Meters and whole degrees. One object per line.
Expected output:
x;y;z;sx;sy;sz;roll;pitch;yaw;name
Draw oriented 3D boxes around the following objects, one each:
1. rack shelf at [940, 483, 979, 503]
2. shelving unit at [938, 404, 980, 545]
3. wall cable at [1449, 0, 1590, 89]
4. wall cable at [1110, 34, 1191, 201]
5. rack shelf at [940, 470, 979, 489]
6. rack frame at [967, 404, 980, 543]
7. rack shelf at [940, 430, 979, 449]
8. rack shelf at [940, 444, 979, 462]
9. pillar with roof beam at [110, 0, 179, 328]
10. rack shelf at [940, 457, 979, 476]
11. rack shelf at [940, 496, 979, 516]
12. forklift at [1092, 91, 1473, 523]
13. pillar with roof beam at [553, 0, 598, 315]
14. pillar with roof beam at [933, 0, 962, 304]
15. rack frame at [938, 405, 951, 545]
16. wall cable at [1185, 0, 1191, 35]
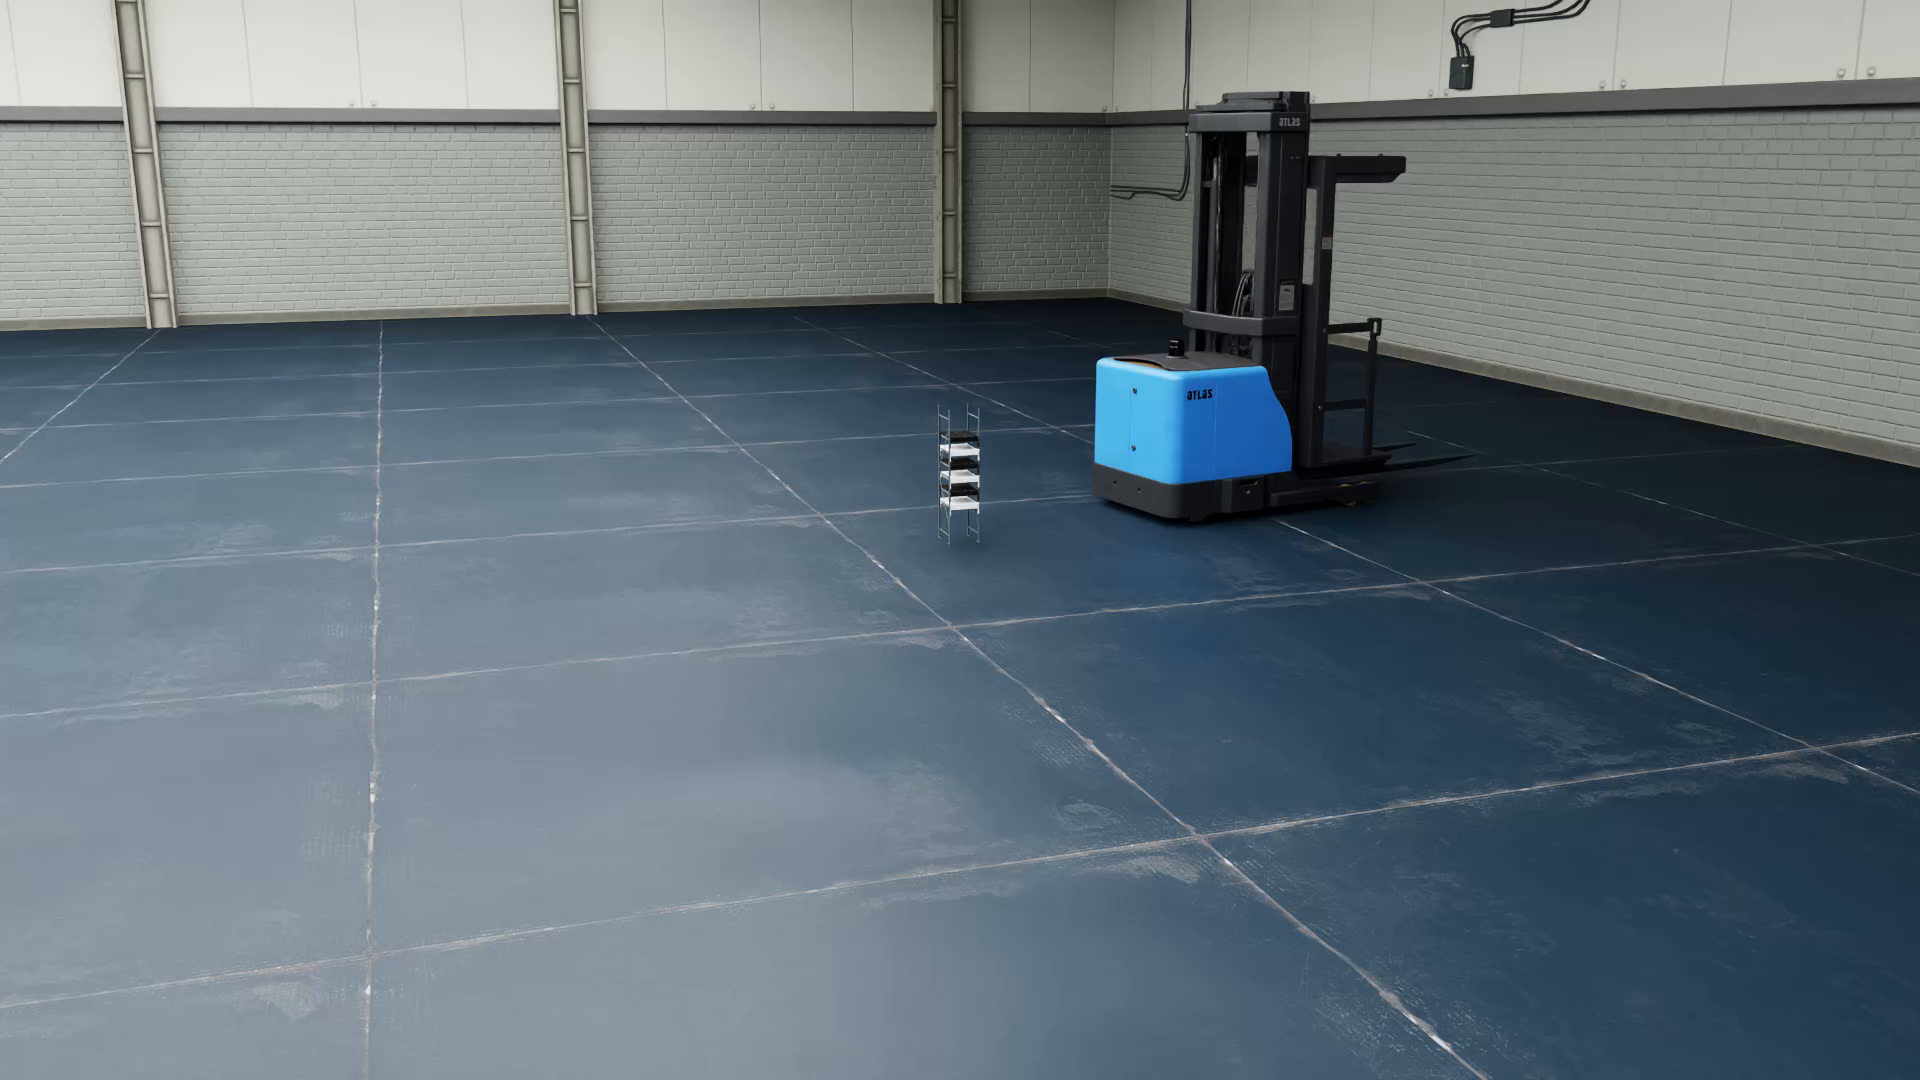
-0.008;-0.317;11.065;0.200;0.077;0.258;-4;14;-18;rack shelf
-0.008;-0.437;11.036;0.210;0.900;0.258;-4;14;-18;shelving unit
6.024;-7.859;17.389;0.169;6.003;2.305;-4;14;-18;wall cable
3.011;-6.777;26.900;0.112;2.526;3.097;-4;14;-18;wall cable
-0.008;-0.405;11.044;0.200;0.077;0.258;-4;14;-18;rack shelf
0.089;-0.445;11.068;0.006;0.900;0.240;-4;14;-18;rack frame
-0.008;-0.667;10.981;0.200;0.077;0.258;-4;14;-18;rack shelf
-0.008;-0.580;11.002;0.200;0.077;0.258;-4;14;-18;rack shelf
-10.203;-6.531;19.153;0.400;9.000;9.100;-4;14;-18;pillar with roof beam
-0.008;-0.492;11.023;0.200;0.077;0.258;-4;14;-18;rack shelf
-0.008;-0.230;11.086;0.200;0.077;0.258;-4;14;-18;rack shelf
2.516;-1.770;12.250;3.031;2.935;1.130;-7;15;-28;forklift
-4.517;-6.974;21.015;0.400;9.000;9.100;-4;14;-18;pillar with roof beam
1.170;-7.417;22.876;0.400;9.000;9.100;-4;14;-18;pillar with roof beam
-0.104;-0.430;11.005;0.006;0.900;0.240;-4;14;-18;rack frame
3.874;-8.641;23.821;0.112;2.526;3.097;-4;14;-18;wall cable
